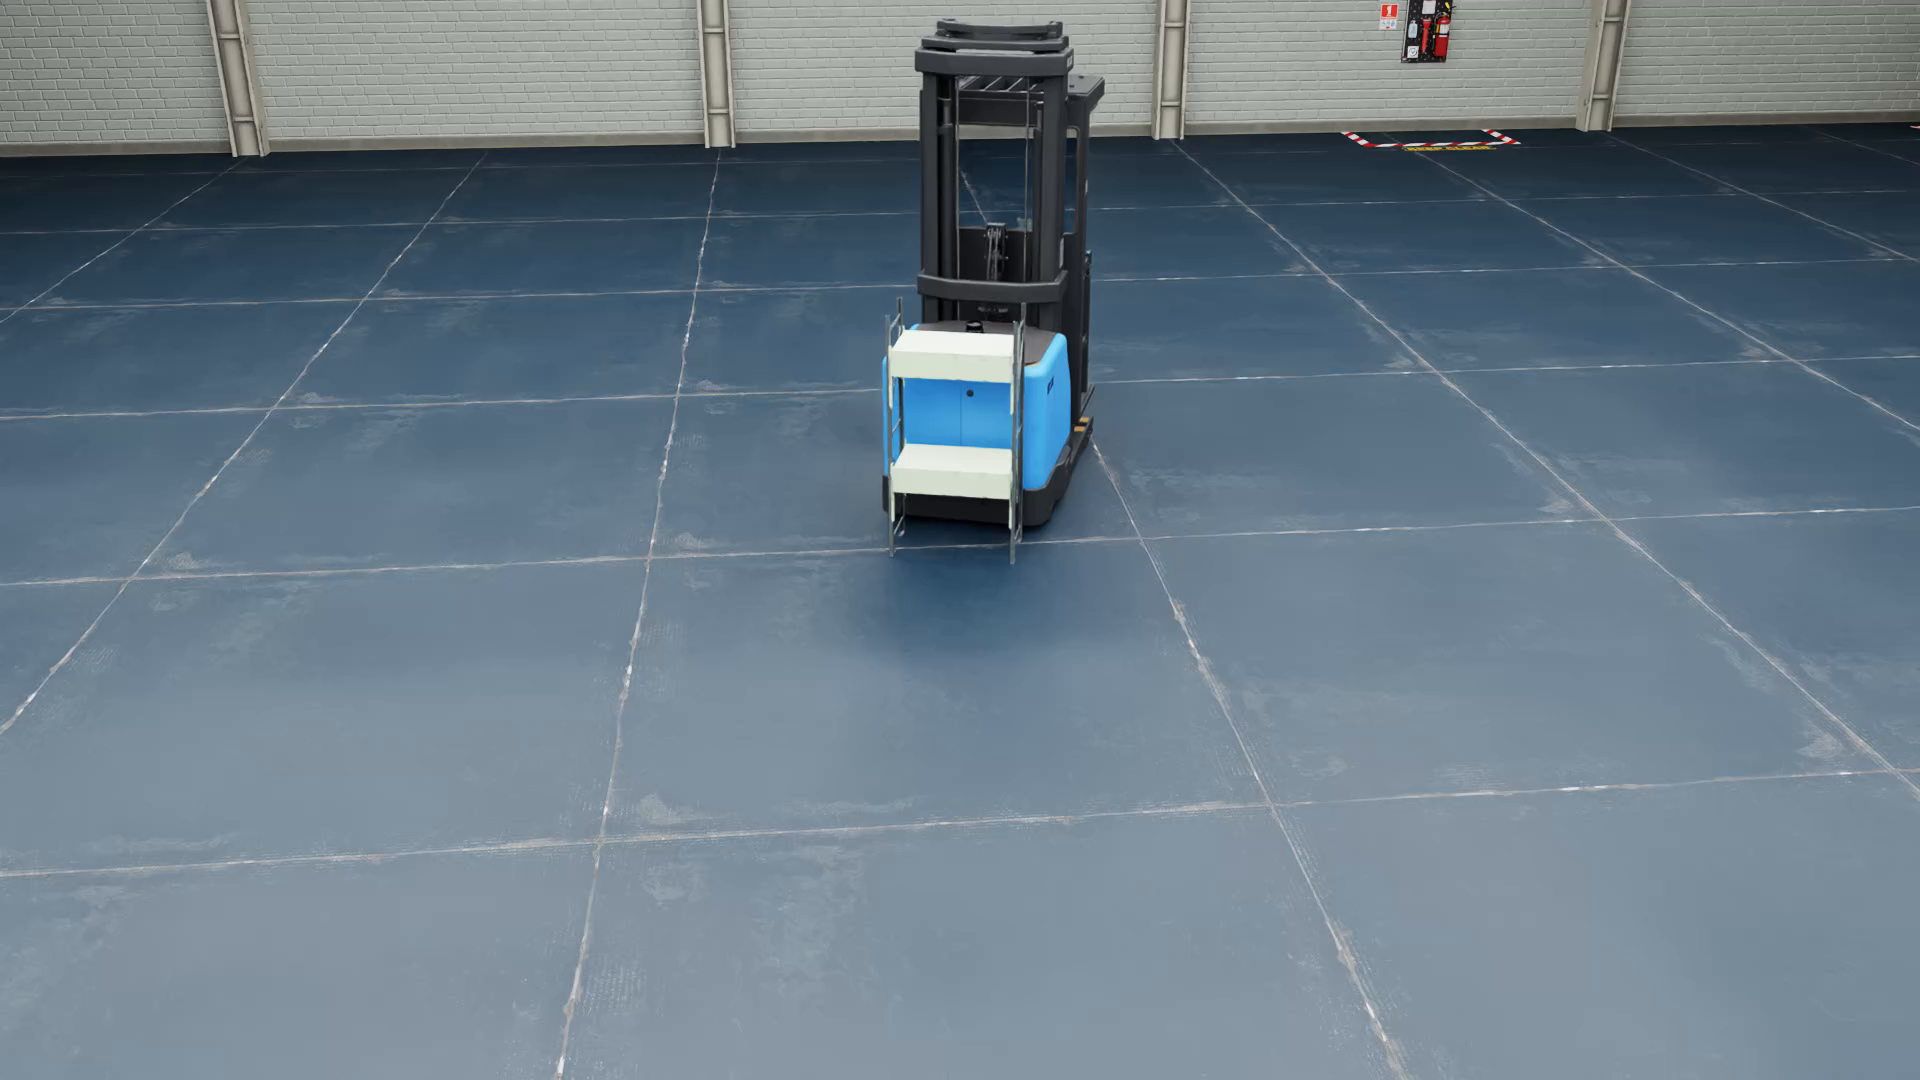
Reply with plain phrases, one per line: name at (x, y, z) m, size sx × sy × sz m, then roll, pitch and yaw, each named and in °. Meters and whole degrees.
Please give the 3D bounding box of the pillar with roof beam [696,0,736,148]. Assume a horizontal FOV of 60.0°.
pillar with roof beam at (-2.741, -7.591, 16.250) m, size 0.400 × 9.000 × 9.100 m, roll -2°, pitch 24°, yaw -5°

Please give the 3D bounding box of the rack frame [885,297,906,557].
rack frame at (-0.382, -0.661, 9.890) m, size 0.023 × 1.500 × 0.400 m, roll 4°, pitch 24°, yaw 8°

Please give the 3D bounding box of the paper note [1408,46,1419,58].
paper note at (6.131, -6.604, 22.499) m, size 0.142 × 0.148 × 0.016 m, roll -2°, pitch 24°, yaw -5°

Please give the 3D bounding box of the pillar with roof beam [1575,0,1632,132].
pillar with roof beam at (9.200, -8.070, 17.328) m, size 0.400 × 9.000 × 9.100 m, roll -2°, pitch 24°, yaw -5°

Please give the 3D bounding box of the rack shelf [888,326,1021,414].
rack shelf at (-0.020, -0.994, 9.679) m, size 0.720 × 0.370 × 0.431 m, roll 4°, pitch 24°, yaw 8°

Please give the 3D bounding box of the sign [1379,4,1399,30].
sign at (5.754, -7.022, 22.311) m, size 0.234 × 0.329 × 0.001 m, roll -2°, pitch 24°, yaw -5°

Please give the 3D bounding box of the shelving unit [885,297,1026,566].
shelving unit at (-0.020, -0.637, 9.838) m, size 0.755 × 1.500 × 0.431 m, roll 4°, pitch 24°, yaw 8°

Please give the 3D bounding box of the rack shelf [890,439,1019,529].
rack shelf at (-0.020, -0.340, 9.970) m, size 0.720 × 0.370 × 0.431 m, roll 4°, pitch 24°, yaw 8°

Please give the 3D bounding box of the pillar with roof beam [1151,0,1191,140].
pillar with roof beam at (3.229, -7.831, 16.789) m, size 0.400 × 9.000 × 9.100 m, roll -2°, pitch 24°, yaw -5°

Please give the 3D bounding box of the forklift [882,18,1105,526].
forklift at (0.335, -1.998, 11.136) m, size 1.130 × 2.935 × 3.031 m, roll 5°, pitch 24°, yaw 12°

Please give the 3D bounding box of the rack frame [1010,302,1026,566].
rack frame at (0.341, -0.614, 9.785) m, size 0.023 × 1.500 × 0.400 m, roll 4°, pitch 24°, yaw 8°

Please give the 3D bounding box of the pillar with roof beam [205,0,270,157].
pillar with roof beam at (-8.712, -7.352, 15.711) m, size 0.400 × 9.000 × 9.100 m, roll -2°, pitch 24°, yaw -5°

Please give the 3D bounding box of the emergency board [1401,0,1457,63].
emergency board at (6.314, -6.986, 22.274) m, size 0.643 × 1.169 × 0.194 m, roll -2°, pitch 24°, yaw -5°
